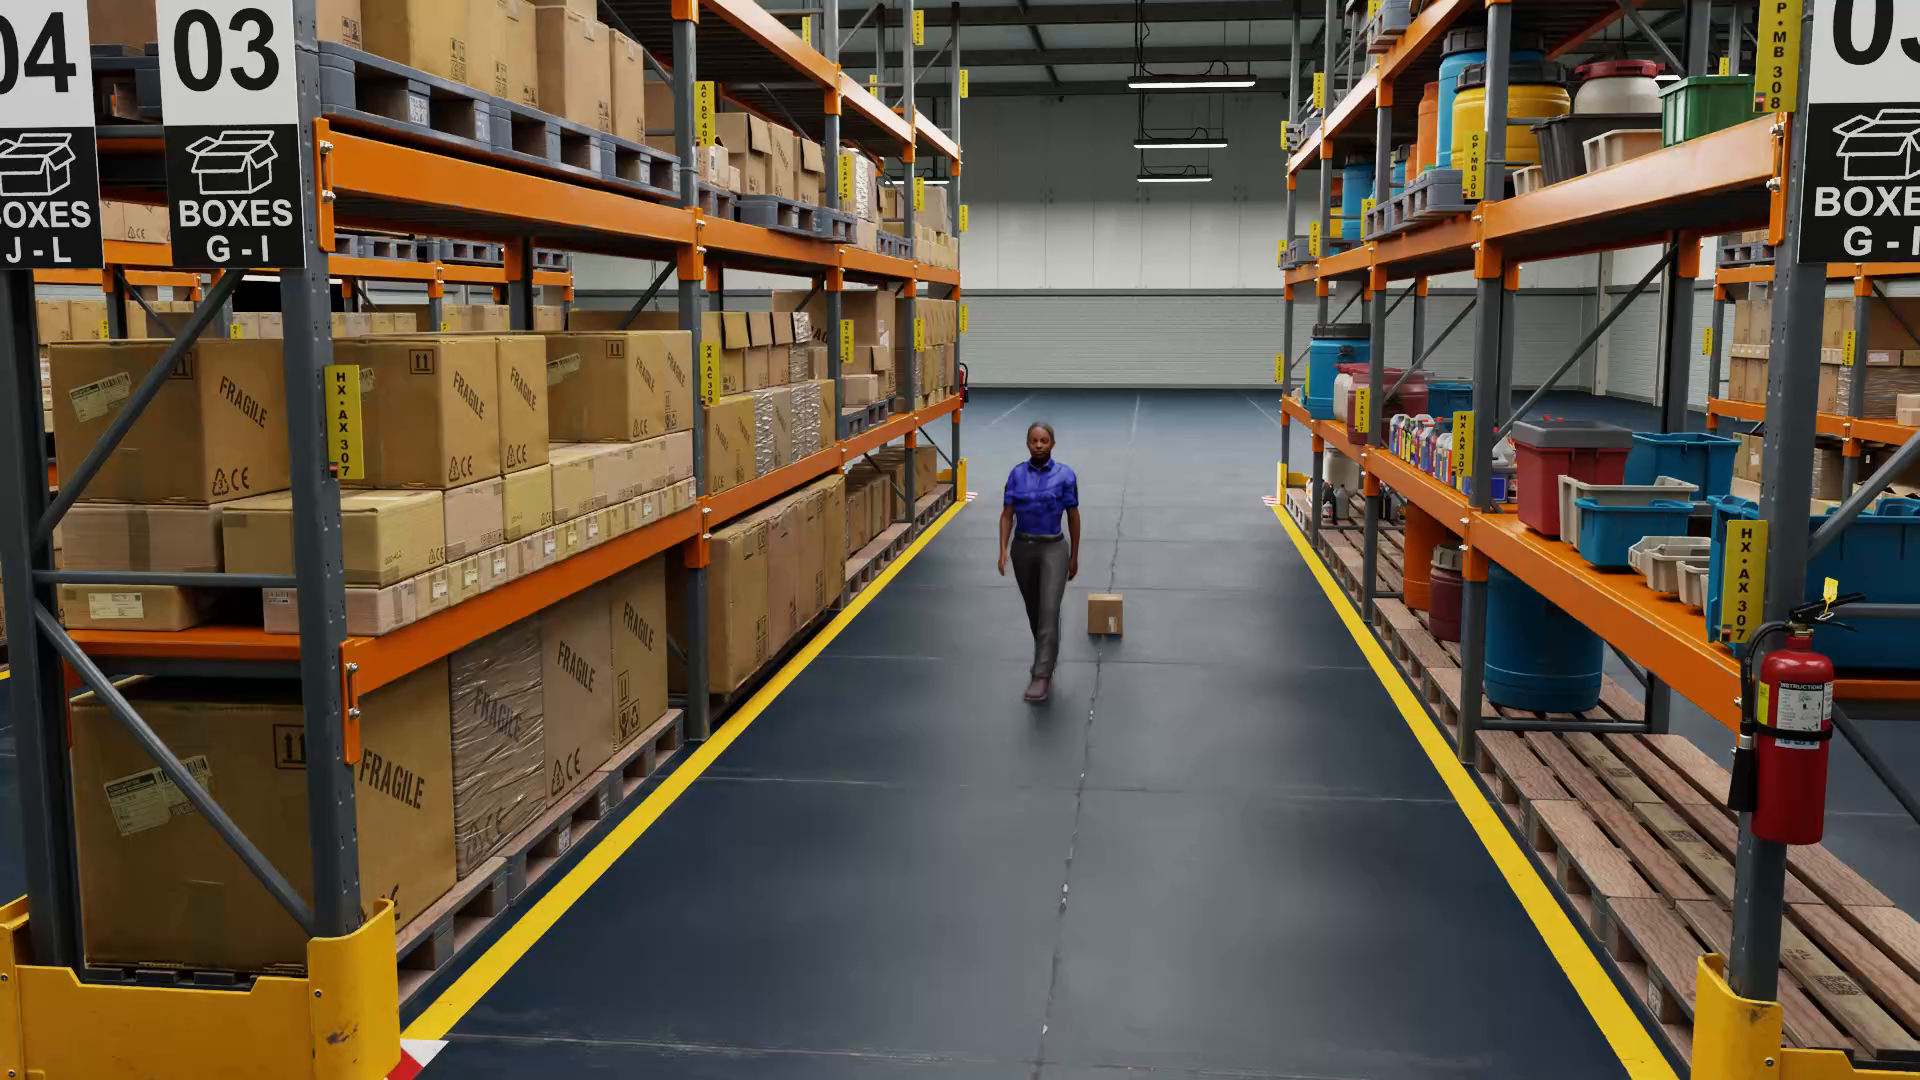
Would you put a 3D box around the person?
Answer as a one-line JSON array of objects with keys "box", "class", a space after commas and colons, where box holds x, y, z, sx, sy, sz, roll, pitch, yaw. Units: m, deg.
[{"box": [0.458, 0.090, 10.039, 0.460, 1.603, 0.965, 3, 8, 19], "class": "person"}]
